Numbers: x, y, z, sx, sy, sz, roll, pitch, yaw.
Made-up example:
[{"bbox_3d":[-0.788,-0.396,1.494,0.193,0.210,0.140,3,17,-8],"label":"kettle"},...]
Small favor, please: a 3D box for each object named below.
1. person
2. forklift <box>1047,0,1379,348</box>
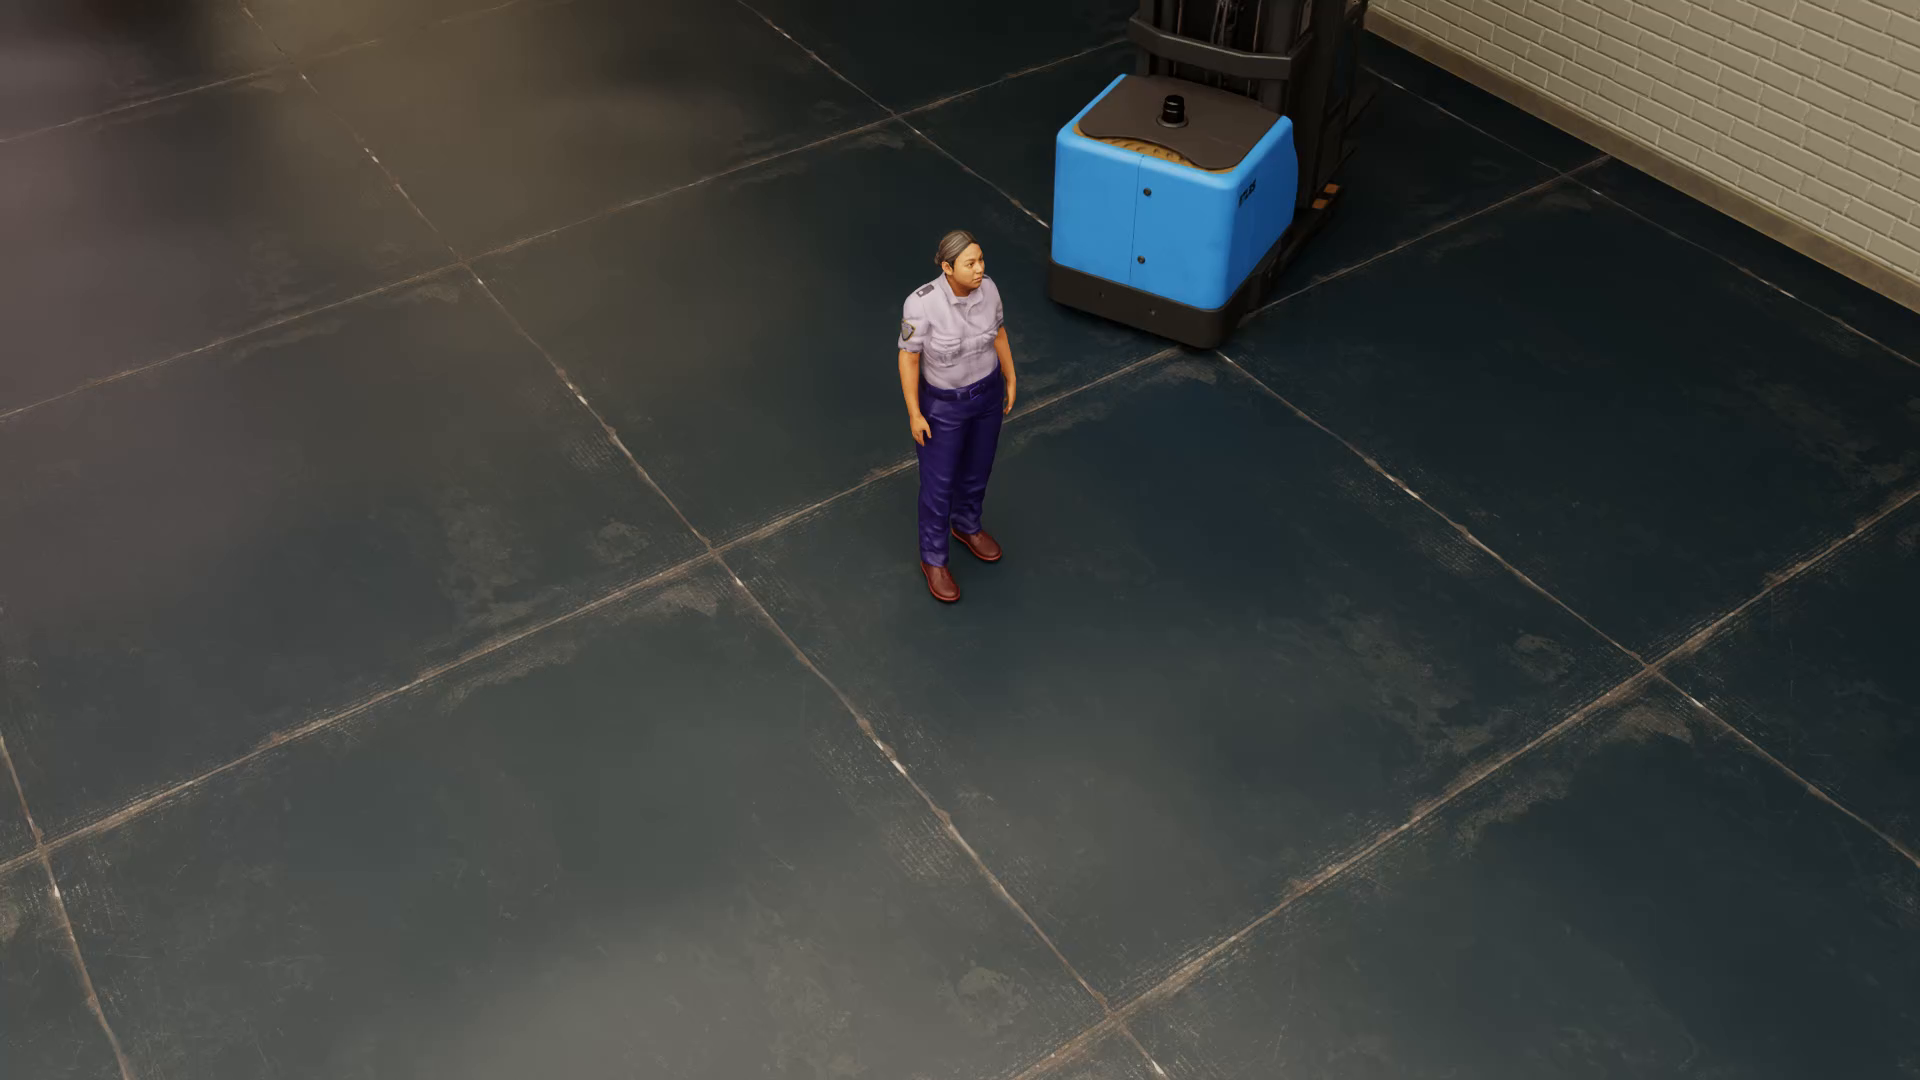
[{"bbox_3d":[0.032,-0.553,7.251,0.598,1.651,0.503,-25,48,-25],"label":"person"},{"bbox_3d":[1.659,-3.086,9.065,1.130,2.935,3.031,21,47,22],"label":"forklift"}]
